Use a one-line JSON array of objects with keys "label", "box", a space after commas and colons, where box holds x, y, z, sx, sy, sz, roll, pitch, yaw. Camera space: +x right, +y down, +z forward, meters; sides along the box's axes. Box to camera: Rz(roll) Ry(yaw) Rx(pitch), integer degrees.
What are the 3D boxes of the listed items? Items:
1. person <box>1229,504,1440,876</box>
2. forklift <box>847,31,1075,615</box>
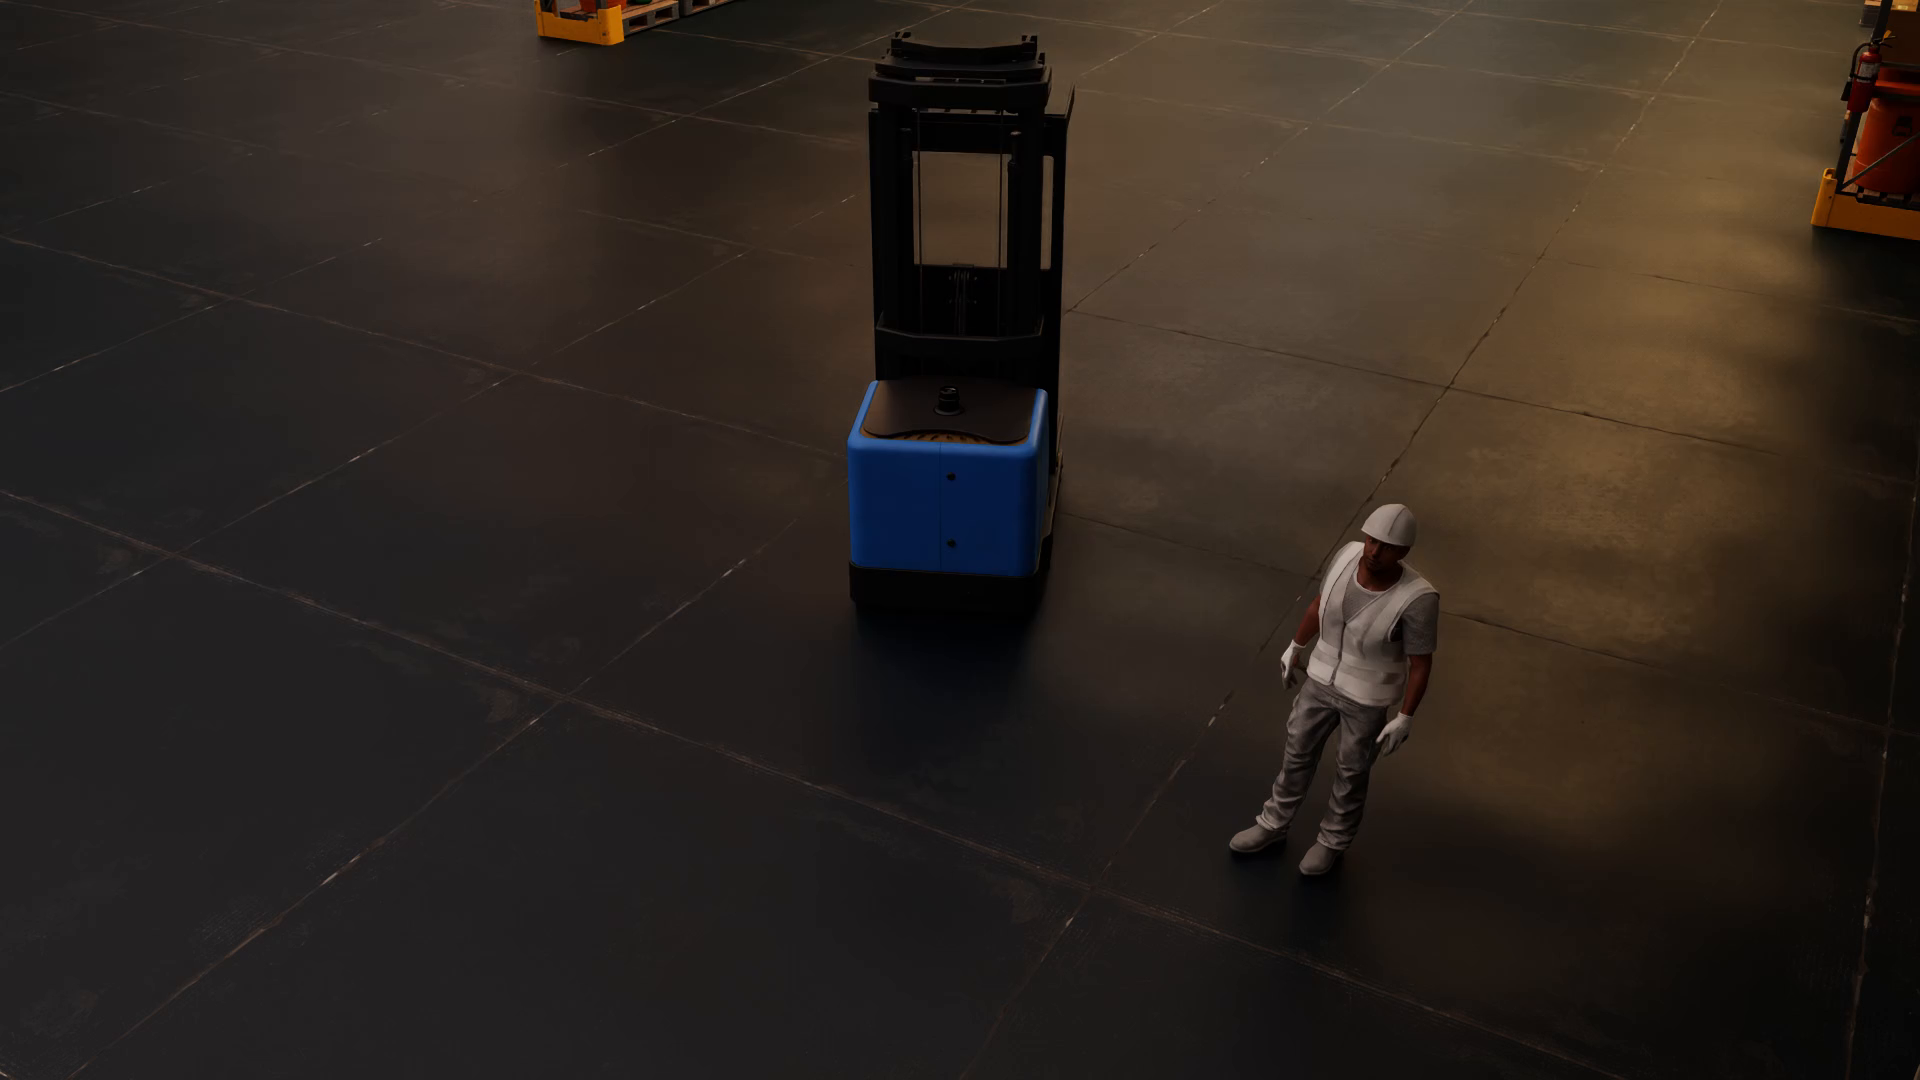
[{"label": "person", "box": [1.615, 0.656, 7.067, 0.578, 1.783, 0.657, -23, 37, -34]}, {"label": "forklift", "box": [0.072, -1.572, 9.794, 1.130, 2.935, 3.031, 3, 30, 6]}]
